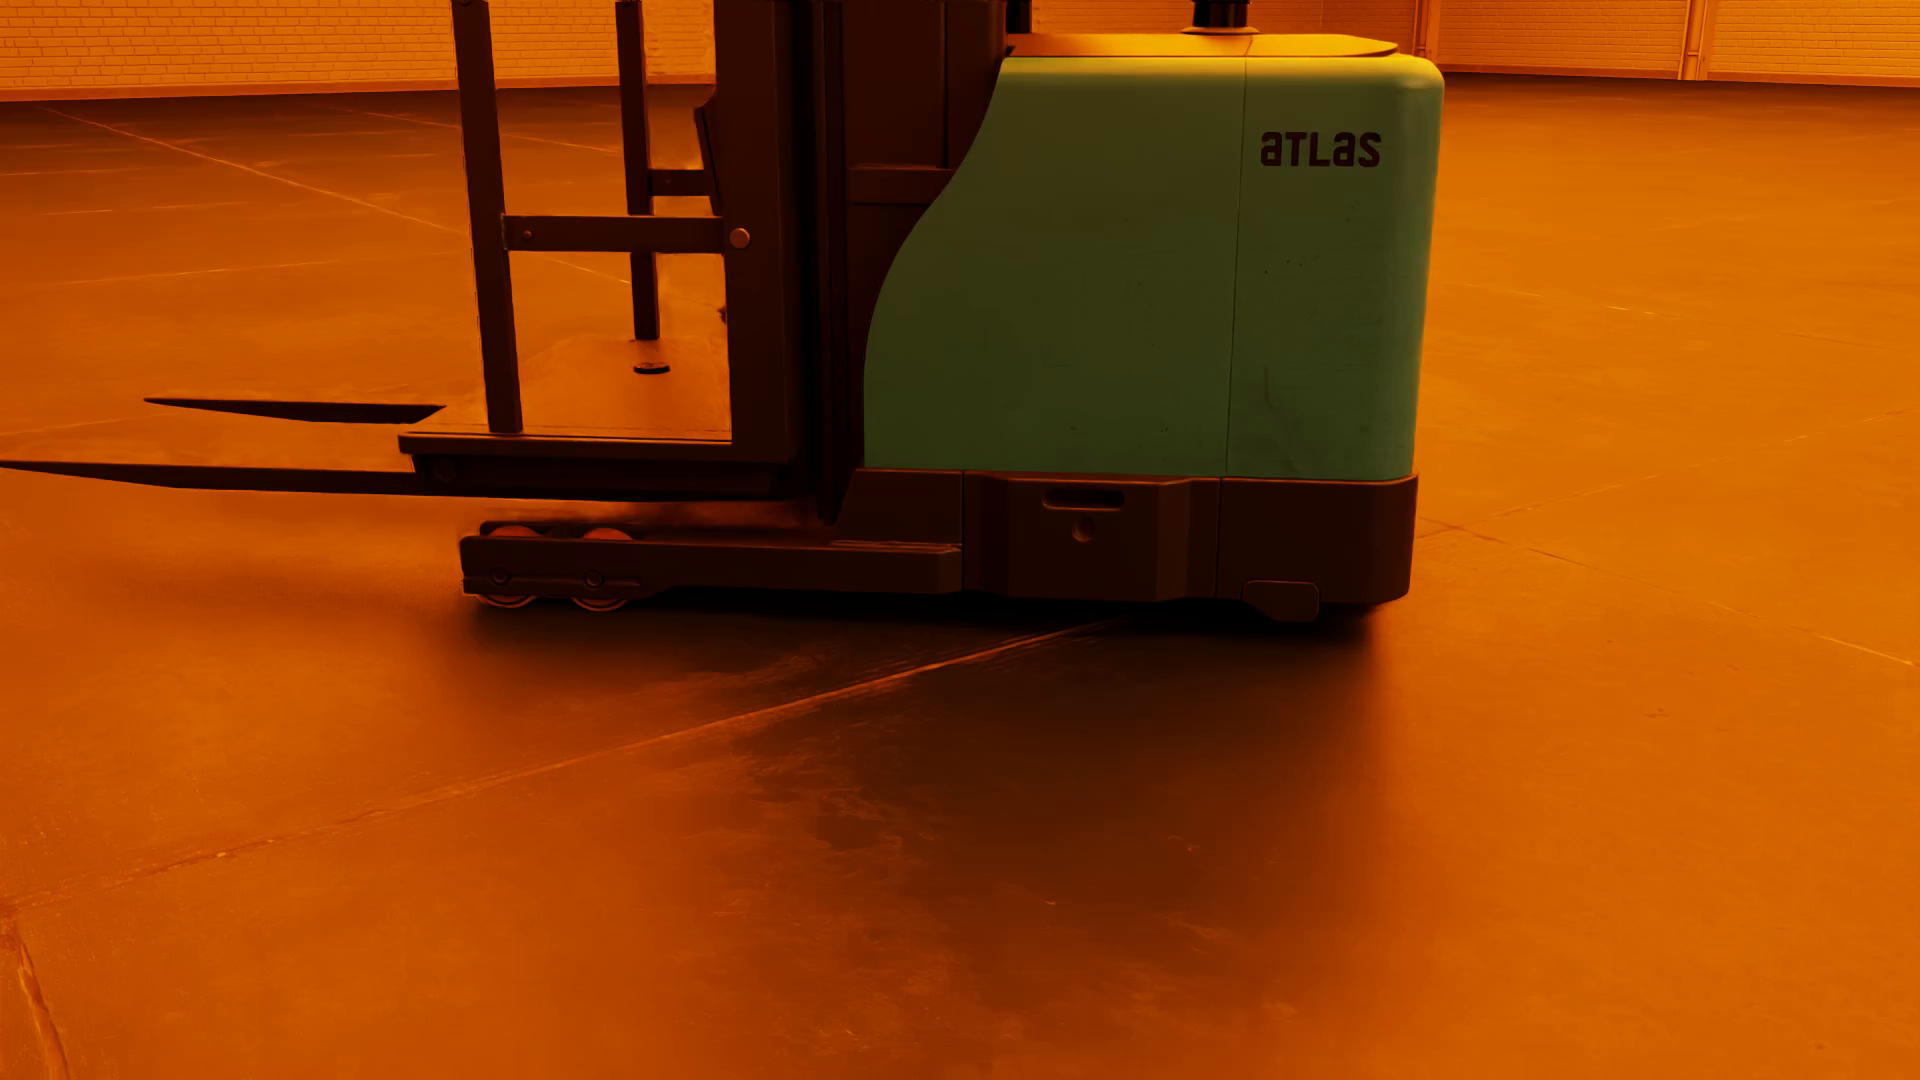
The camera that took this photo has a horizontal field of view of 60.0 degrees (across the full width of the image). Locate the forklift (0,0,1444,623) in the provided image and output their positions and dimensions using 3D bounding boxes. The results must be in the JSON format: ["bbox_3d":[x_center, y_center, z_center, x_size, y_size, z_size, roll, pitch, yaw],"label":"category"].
[{"bbox_3d":[-0.582,-1.409,3.397,3.031,2.935,1.130,2,18,6],"label":"forklift"}]
